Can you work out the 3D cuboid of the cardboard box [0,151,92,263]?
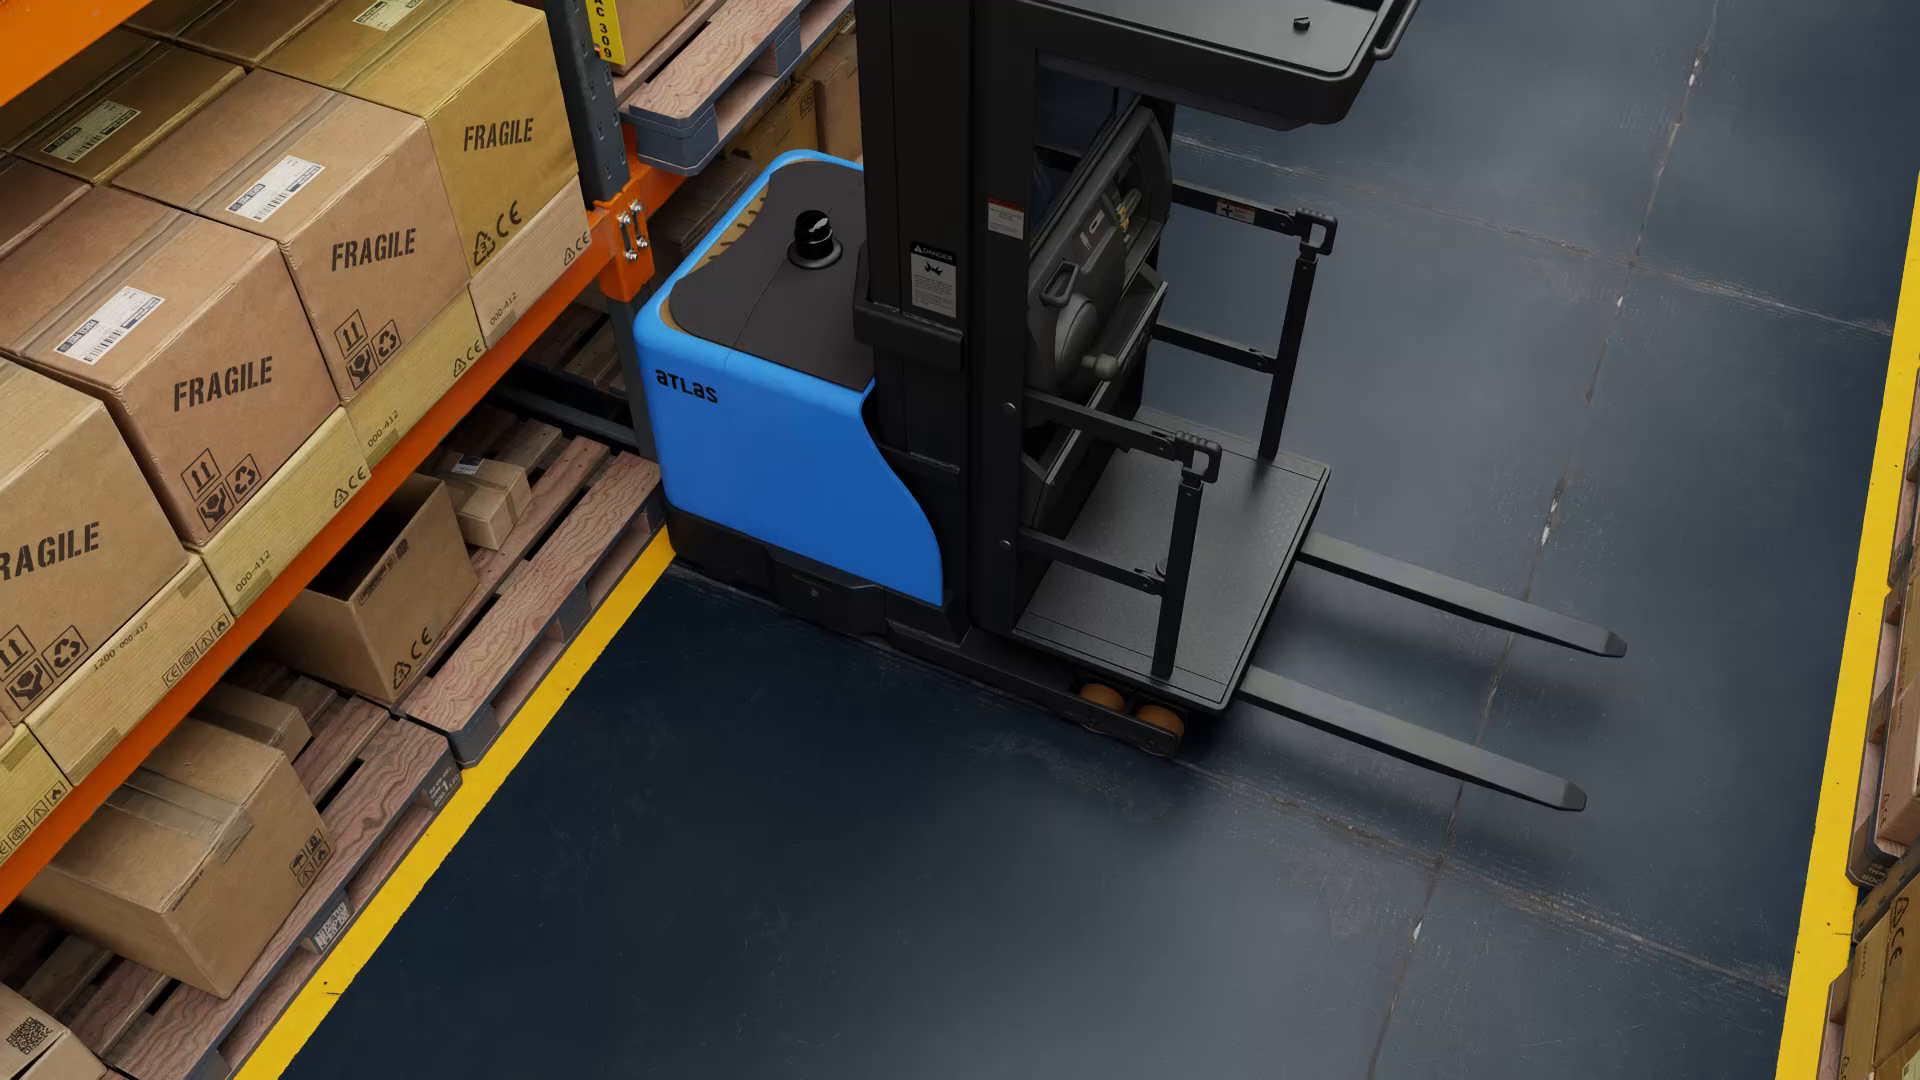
[{"bbox_3d":[-2.281,-0.553,3.844,0.500,0.500,0.500,21,53,17],"label":"cardboard box"}]

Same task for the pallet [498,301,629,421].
[{"bbox_3d":[-1.118,-0.938,6.409,1.003,0.211,1.213,20,52,16],"label":"pallet"}]

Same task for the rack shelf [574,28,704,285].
[{"bbox_3d":[-0.595,-2.449,6.336,1.077,0.370,4.000,20,52,16],"label":"rack shelf"}]

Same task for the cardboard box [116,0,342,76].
[{"bbox_3d":[-1.839,-1.250,4.437,0.500,0.500,0.500,19,52,15],"label":"cardboard box"}]

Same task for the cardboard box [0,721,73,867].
[{"bbox_3d":[-2.231,0.548,3.399,0.500,0.250,0.500,19,52,16],"label":"cardboard box"}]

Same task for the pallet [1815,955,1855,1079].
[{"bbox_3d":[2.653,1.742,4.129,1.003,0.211,1.213,20,52,16],"label":"pallet"}]

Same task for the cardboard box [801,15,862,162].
[{"bbox_3d":[-0.720,-1.860,6.715,0.700,0.500,0.500,20,53,16],"label":"cardboard box"}]

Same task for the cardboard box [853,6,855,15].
[{"bbox_3d":[-0.517,-2.394,6.677,0.500,0.250,0.500,20,52,16],"label":"cardboard box"}]

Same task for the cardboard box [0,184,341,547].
[{"bbox_3d":[-1.805,-0.390,3.706,0.500,0.500,0.500,18,52,15],"label":"cardboard box"}]

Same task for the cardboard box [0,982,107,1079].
[{"bbox_3d":[-2.538,1.339,4.118,0.500,0.311,0.500,24,54,19],"label":"cardboard box"}]

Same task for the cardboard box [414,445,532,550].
[{"bbox_3d":[-1.651,-0.151,5.480,0.380,0.166,0.250,14,51,11],"label":"cardboard box"}]

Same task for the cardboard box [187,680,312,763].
[{"bbox_3d":[-2.151,0.572,4.877,0.380,0.149,0.250,16,51,13],"label":"cardboard box"}]

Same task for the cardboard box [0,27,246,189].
[{"bbox_3d":[-2.064,-0.895,4.135,0.500,0.500,0.500,20,52,16],"label":"cardboard box"}]

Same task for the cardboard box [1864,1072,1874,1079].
[{"bbox_3d":[2.341,1.623,3.929,0.500,0.250,0.500,20,52,16],"label":"cardboard box"}]

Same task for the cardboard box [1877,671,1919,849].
[{"bbox_3d":[2.946,0.680,4.732,0.500,0.250,0.500,19,52,16],"label":"cardboard box"}]

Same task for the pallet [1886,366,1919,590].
[{"bbox_3d":[3.830,-0.155,5.743,1.003,0.211,1.213,20,52,16],"label":"pallet"}]

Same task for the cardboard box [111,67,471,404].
[{"bbox_3d":[-1.580,-0.734,3.998,0.500,0.500,0.500,20,52,16],"label":"cardboard box"}]

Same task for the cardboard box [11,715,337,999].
[{"bbox_3d":[-2.179,0.789,4.462,0.700,0.500,0.500,17,52,14],"label":"cardboard box"}]

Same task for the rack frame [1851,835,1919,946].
[{"bbox_3d":[3.031,0.305,3.521,1.000,3.000,0.127,20,52,16],"label":"rack frame"}]

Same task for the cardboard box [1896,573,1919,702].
[{"bbox_3d":[3.164,0.332,5.028,0.500,0.250,0.500,19,52,16],"label":"cardboard box"}]

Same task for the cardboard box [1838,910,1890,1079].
[{"bbox_3d":[2.559,1.280,4.221,0.500,0.250,0.500,20,52,16],"label":"cardboard box"}]

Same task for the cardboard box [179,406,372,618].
[{"bbox_3d":[-1.799,-0.146,3.990,0.500,0.250,0.500,20,52,16],"label":"cardboard box"}]

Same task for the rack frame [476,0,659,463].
[{"bbox_3d":[-1.450,-1.305,4.891,1.000,3.000,0.127,20,52,16],"label":"rack frame"}]

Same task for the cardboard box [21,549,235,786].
[{"bbox_3d":[-2.013,0.201,3.695,0.500,0.250,0.500,20,53,16],"label":"cardboard box"}]

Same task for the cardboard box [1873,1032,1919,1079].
[{"bbox_3d":[2.343,1.381,3.643,0.500,0.500,0.500,20,52,16],"label":"cardboard box"}]

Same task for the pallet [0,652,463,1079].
[{"bbox_3d":[-2.224,0.916,4.832,1.003,0.211,1.213,20,52,16],"label":"pallet"}]

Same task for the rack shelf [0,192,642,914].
[{"bbox_3d":[-2.304,0.306,3.993,1.077,0.370,4.000,20,52,16],"label":"rack shelf"}]

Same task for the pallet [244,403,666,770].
[{"bbox_3d":[-1.704,0.073,5.549,1.003,0.211,1.213,20,52,16],"label":"pallet"}]

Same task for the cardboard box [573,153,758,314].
[{"bbox_3d":[-1.150,-1.149,6.111,0.700,0.500,0.500,21,53,17],"label":"cardboard box"}]

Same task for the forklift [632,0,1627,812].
[{"bbox_3d":[0.569,-0.745,4.460,3.031,2.935,1.130,20,52,16],"label":"forklift"}]

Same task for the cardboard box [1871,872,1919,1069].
[{"bbox_3d":[2.550,1.034,3.938,0.500,0.500,0.500,20,52,16],"label":"cardboard box"}]

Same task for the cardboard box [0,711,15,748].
[{"bbox_3d":[-2.236,0.327,3.095,0.500,0.500,0.500,18,52,15],"label":"cardboard box"}]

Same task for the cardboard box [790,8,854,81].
[{"bbox_3d":[-0.746,-2.056,6.390,0.500,0.250,0.500,18,52,15],"label":"cardboard box"}]

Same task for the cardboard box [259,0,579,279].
[{"bbox_3d":[-1.372,-1.079,4.292,0.500,0.500,0.500,20,52,16],"label":"cardboard box"}]

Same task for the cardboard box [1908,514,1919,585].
[{"bbox_3d":[3.382,-0.020,5.328,0.500,0.250,0.500,21,53,17],"label":"cardboard box"}]

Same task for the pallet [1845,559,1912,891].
[{"bbox_3d":[3.310,0.688,5.026,1.003,0.211,1.213,20,52,16],"label":"pallet"}]

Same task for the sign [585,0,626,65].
[{"bbox_3d":[-0.956,-1.414,4.415,0.100,0.325,0.005,20,52,16],"label":"sign"}]

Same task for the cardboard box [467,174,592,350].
[{"bbox_3d":[-1.378,-0.838,4.579,0.500,0.250,0.500,20,52,16],"label":"cardboard box"}]

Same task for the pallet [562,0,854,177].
[{"bbox_3d":[-0.991,-1.721,5.371,1.003,0.211,1.213,20,52,16],"label":"pallet"}]

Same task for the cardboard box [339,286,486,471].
[{"bbox_3d":[-1.598,-0.497,4.289,0.500,0.250,0.500,20,52,16],"label":"cardboard box"}]

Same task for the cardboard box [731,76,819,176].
[{"bbox_3d":[-0.975,-1.522,6.428,0.700,0.500,0.500,19,52,15],"label":"cardboard box"}]

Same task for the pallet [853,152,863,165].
[{"bbox_3d":[-0.598,-1.781,7.127,1.003,0.211,1.213,20,52,16],"label":"pallet"}]

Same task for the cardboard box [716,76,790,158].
[{"bbox_3d":[-0.965,-1.697,6.084,0.500,0.250,0.500,19,52,15],"label":"cardboard box"}]

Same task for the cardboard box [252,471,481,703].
[{"bbox_3d":[-1.857,0.091,5.056,0.500,0.500,0.500,16,52,13],"label":"cardboard box"}]

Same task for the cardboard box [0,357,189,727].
[{"bbox_3d":[-2.026,-0.032,3.401,0.500,0.500,0.500,21,53,17],"label":"cardboard box"}]

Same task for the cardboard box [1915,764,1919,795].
[{"bbox_3d":[2.945,0.506,4.512,0.500,0.311,0.500,20,52,16],"label":"cardboard box"}]

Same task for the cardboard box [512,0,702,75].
[{"bbox_3d":[-1.201,-1.819,4.974,0.700,0.500,0.500,20,52,16],"label":"cardboard box"}]
